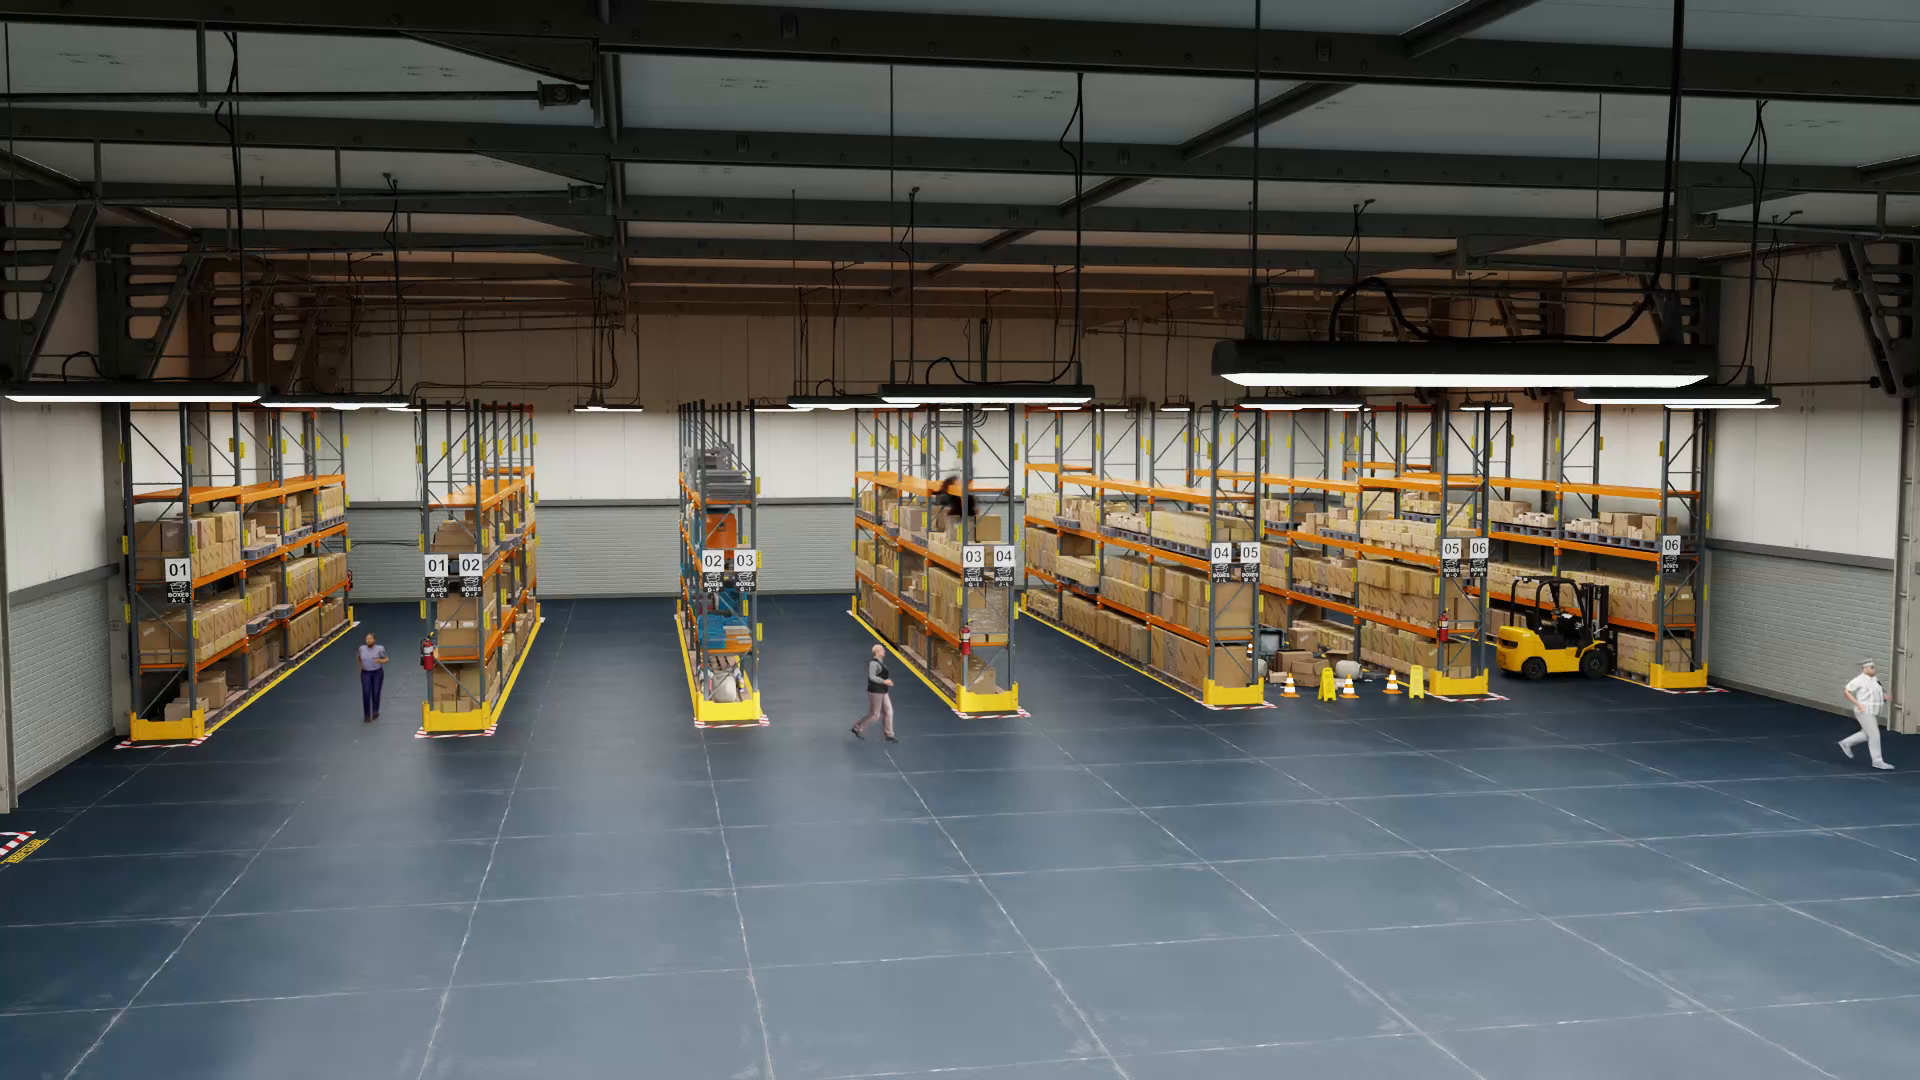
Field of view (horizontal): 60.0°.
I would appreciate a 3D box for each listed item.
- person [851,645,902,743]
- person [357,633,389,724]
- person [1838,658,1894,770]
[{"bbox_3d":[-1.459,2.682,28.951,0.892,1.727,0.659,1,4,13],"label":"person"},{"bbox_3d":[-10.955,2.580,31.056,0.574,1.719,0.754,-1,4,-16],"label":"person"},{"bbox_3d":[14.752,2.791,27.010,0.671,1.748,0.923,-3,5,-35],"label":"person"}]
